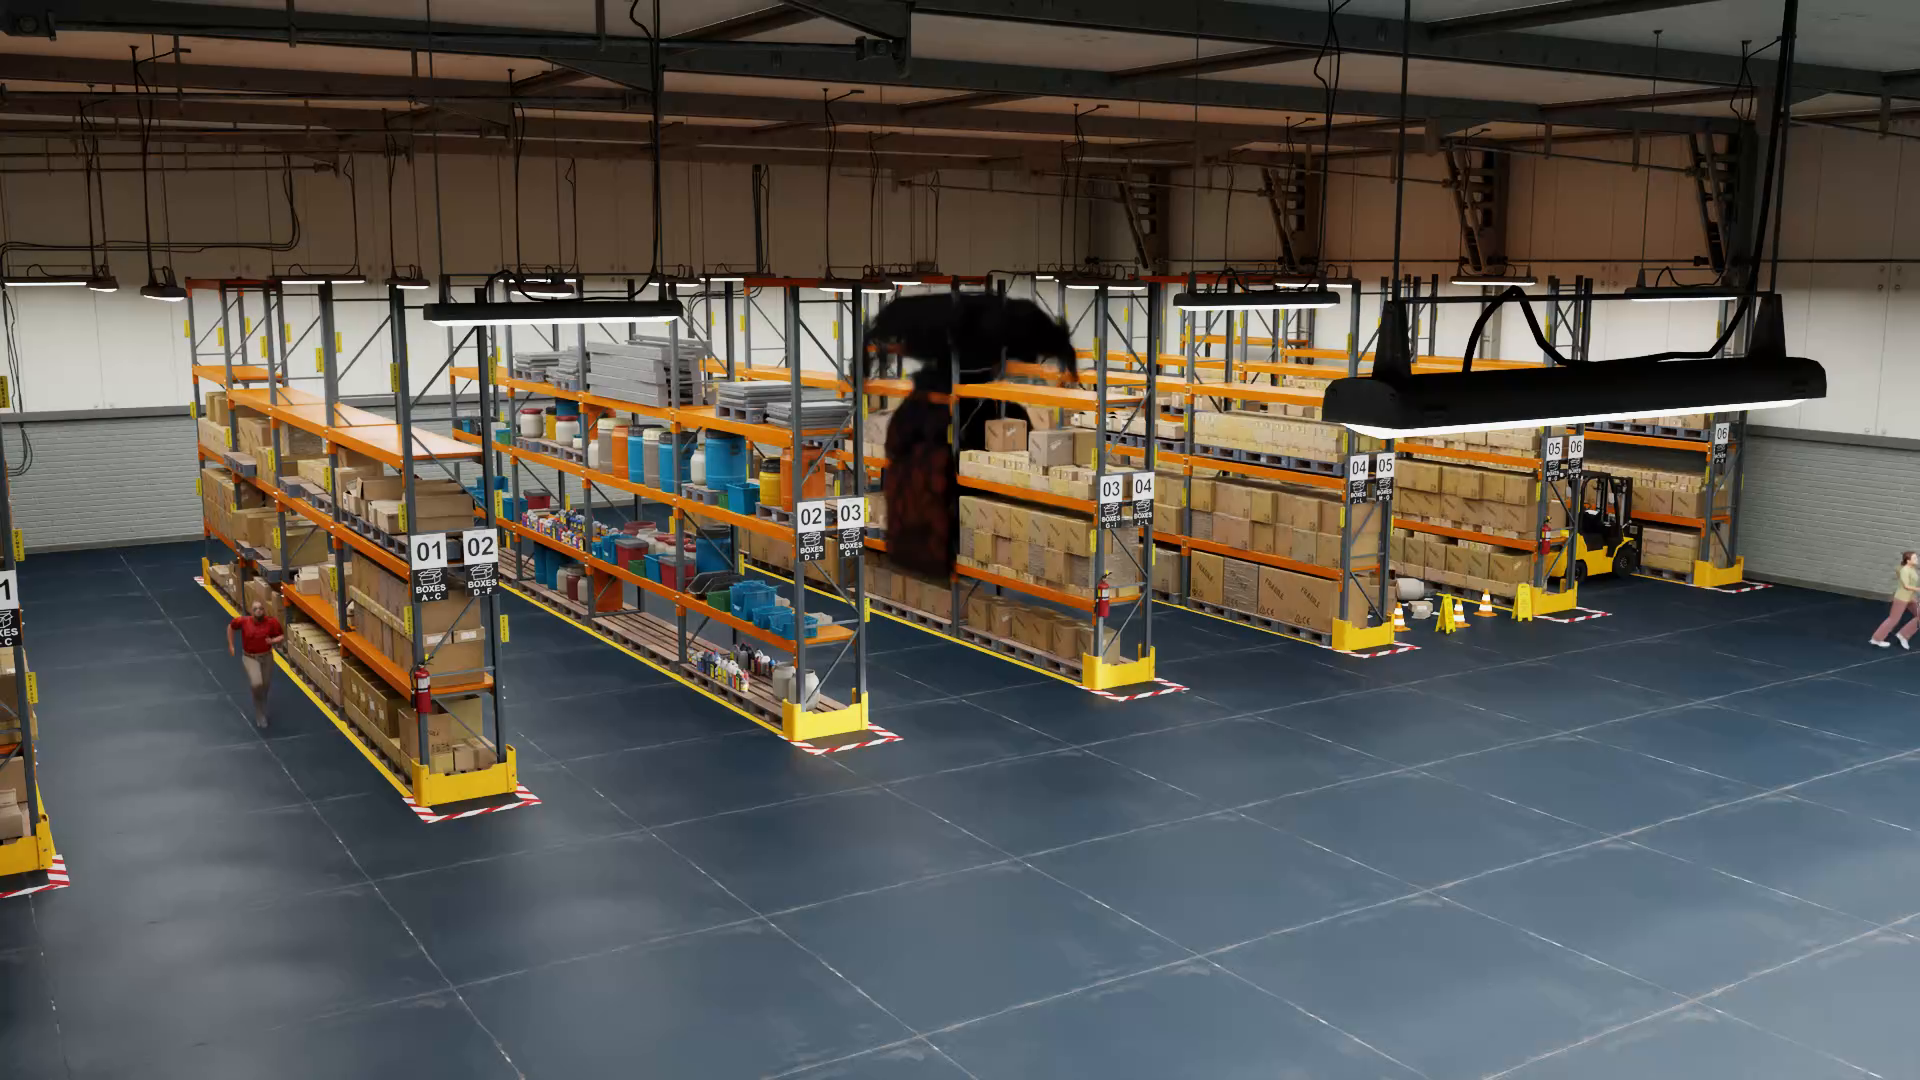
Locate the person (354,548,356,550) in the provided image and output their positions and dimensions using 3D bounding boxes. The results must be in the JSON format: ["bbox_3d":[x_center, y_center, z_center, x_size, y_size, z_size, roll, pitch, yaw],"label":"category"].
[{"bbox_3d":[-11.629,0.075,32.395,0.738,1.731,0.653,8,12,40],"label":"person"}]

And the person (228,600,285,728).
[{"bbox_3d":[-9.669,1.687,22.919,0.686,1.774,0.860,-6,11,-31],"label":"person"}]

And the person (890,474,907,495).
[{"bbox_3d":[-1.380,-0.626,36.883,0.553,1.701,0.800,-4,10,-20],"label":"person"}]

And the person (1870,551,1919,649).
[{"bbox_3d":[15.418,0.973,27.173,0.817,1.636,0.585,9,13,44],"label":"person"}]
